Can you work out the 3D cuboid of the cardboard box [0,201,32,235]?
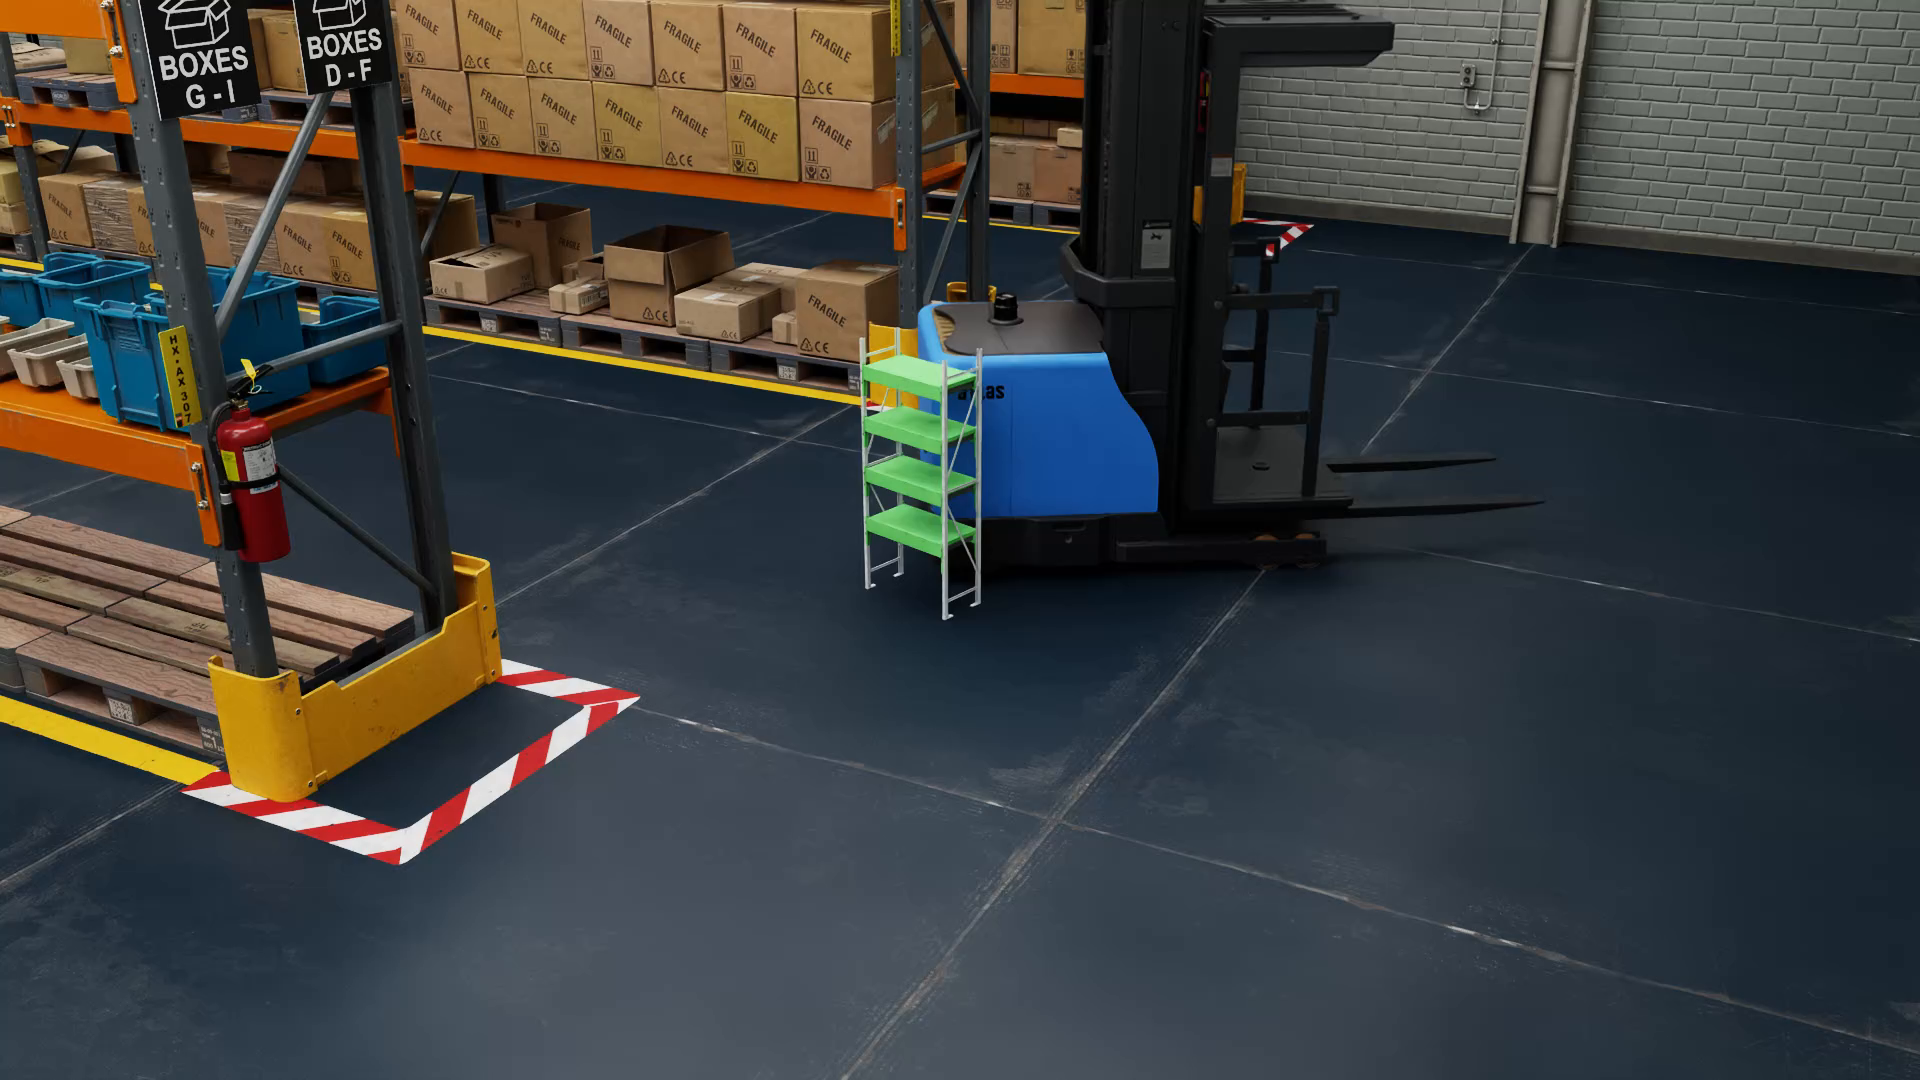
[{"bbox_3d":[-7.809,-2.732,13.818,0.500,0.250,0.500,12,26,26],"label":"cardboard box"}]

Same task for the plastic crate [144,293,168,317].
[{"bbox_3d":[-2.987,-0.880,6.624,0.300,0.233,0.416,11,25,25],"label":"plastic crate"}]

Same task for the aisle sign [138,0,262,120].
[{"bbox_3d":[-2.396,-1.736,5.177,0.004,0.787,0.394,11,25,25],"label":"aisle sign"}]

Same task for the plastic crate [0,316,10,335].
[{"bbox_3d":[-3.922,-0.784,6.522,0.250,0.136,0.298,11,25,25],"label":"plastic crate"}]

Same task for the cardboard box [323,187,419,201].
[{"bbox_3d":[-4.462,-2.403,12.700,0.500,0.500,0.500,12,26,25],"label":"cardboard box"}]

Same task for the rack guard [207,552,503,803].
[{"bbox_3d":[-2.301,0.495,6.446,0.348,0.500,1.175,11,25,25],"label":"rack guard"}]

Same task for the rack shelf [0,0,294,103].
[{"bbox_3d":[-4.113,-2.057,6.341,4.000,0.370,1.077,11,25,25],"label":"rack shelf"}]

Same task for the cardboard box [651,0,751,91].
[{"bbox_3d":[-1.527,-3.051,10.187,0.500,0.500,0.500,12,26,26],"label":"cardboard box"}]

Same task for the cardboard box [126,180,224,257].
[{"bbox_3d":[-6.037,-2.488,12.899,0.500,0.500,0.500,11,25,24],"label":"cardboard box"}]

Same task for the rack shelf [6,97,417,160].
[{"bbox_3d":[-5.444,-3.112,12.655,4.000,0.370,1.077,11,25,25],"label":"rack shelf"}]

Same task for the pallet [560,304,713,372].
[{"bbox_3d":[-1.954,-1.470,11.438,1.213,0.211,1.003,11,25,25],"label":"pallet"}]

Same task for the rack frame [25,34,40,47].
[{"bbox_3d":[-12.137,-6.940,20.736,0.127,3.000,1.000,11,25,25],"label":"rack frame"}]

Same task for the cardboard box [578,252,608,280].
[{"bbox_3d":[-2.354,-1.921,11.809,0.500,0.311,0.500,11,25,25],"label":"cardboard box"}]

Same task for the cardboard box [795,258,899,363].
[{"bbox_3d":[-0.686,-1.446,10.449,0.500,0.500,0.500,11,25,25],"label":"cardboard box"}]

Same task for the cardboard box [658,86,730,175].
[{"bbox_3d":[-1.519,-2.594,10.390,0.500,0.500,0.500,11,26,25],"label":"cardboard box"}]

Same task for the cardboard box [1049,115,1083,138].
[{"bbox_3d":[0.999,-3.726,15.007,0.250,0.149,0.380,11,26,25],"label":"cardboard box"}]

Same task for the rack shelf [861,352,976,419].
[{"bbox_3d":[-0.172,-0.678,7.249,0.480,0.148,0.258,20,30,38],"label":"rack shelf"}]

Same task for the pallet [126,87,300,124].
[{"bbox_3d":[-5.491,-3.366,12.578,1.213,0.211,1.003,11,25,25],"label":"pallet"}]

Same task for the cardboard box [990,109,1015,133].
[{"bbox_3d":[0.316,-3.861,15.324,0.250,0.149,0.380,11,25,24],"label":"cardboard box"}]

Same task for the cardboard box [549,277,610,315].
[{"bbox_3d":[-2.606,-1.690,11.449,0.250,0.166,0.380,11,25,25],"label":"cardboard box"}]

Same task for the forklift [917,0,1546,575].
[{"bbox_3d":[1.327,-1.409,7.818,3.031,2.935,1.130,-2,23,-5],"label":"forklift"}]

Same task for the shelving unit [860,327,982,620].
[{"bbox_3d":[-0.172,-0.296,7.412,0.503,1.200,0.258,20,30,38],"label":"shelving unit"}]

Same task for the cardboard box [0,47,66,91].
[{"bbox_3d":[-7.534,-3.835,13.549,0.500,0.311,0.500,13,26,28],"label":"cardboard box"}]

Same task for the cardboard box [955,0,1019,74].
[{"bbox_3d":[0.352,-4.602,14.854,0.700,0.700,0.980,10,25,22],"label":"cardboard box"}]

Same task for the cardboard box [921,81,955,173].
[{"bbox_3d":[-0.367,-2.600,10.404,0.500,0.500,0.500,12,26,26],"label":"cardboard box"}]

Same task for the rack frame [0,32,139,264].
[{"bbox_3d":[-7.229,-3.797,13.344,0.127,3.000,1.000,11,25,25],"label":"rack frame"}]

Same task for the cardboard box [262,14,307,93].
[{"bbox_3d":[-4.623,-3.591,12.196,0.500,0.500,0.700,16,28,33],"label":"cardboard box"}]

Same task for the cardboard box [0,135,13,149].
[{"bbox_3d":[-8.491,-3.358,14.574,0.500,0.311,0.500,10,25,23],"label":"cardboard box"}]

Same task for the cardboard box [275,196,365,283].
[{"bbox_3d":[-4.666,-2.220,12.268,0.500,0.500,0.500,11,26,25],"label":"cardboard box"}]

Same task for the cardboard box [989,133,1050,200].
[{"bbox_3d":[0.577,-3.423,15.124,0.500,0.500,0.700,10,25,23],"label":"cardboard box"}]

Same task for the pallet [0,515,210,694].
[{"bbox_3d":[-4.131,0.254,7.384,1.213,0.211,1.003,11,25,25],"label":"pallet"}]

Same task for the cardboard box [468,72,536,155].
[{"bbox_3d":[-2.869,-2.862,11.019,0.500,0.500,0.500,12,26,25],"label":"cardboard box"}]

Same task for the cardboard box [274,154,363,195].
[{"bbox_3d":[-4.873,-2.835,12.756,0.500,0.250,0.500,11,26,25],"label":"cardboard box"}]

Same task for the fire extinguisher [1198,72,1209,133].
[{"bbox_3d":[2.069,-3.720,13.739,0.183,0.674,0.296,11,25,25],"label":"fire extinguisher"}]

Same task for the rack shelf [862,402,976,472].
[{"bbox_3d":[-0.172,-0.458,7.343,0.480,0.148,0.258,20,30,38],"label":"rack shelf"}]

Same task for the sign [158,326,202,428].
[{"bbox_3d":[-2.562,-0.535,5.466,0.005,0.325,0.100,11,25,25],"label":"sign"}]

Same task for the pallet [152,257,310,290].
[{"bbox_3d":[-5.495,-2.152,13.041,1.213,0.211,1.003,11,25,25],"label":"pallet"}]

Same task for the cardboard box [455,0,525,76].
[{"bbox_3d":[-2.905,-3.324,10.828,0.500,0.500,0.500,10,25,23],"label":"cardboard box"}]

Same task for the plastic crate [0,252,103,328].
[{"bbox_3d":[-3.843,-1.049,7.022,0.300,0.233,0.416,11,25,25],"label":"plastic crate"}]

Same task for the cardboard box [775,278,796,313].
[{"bbox_3d":[-0.893,-1.604,11.141,0.500,0.250,0.500,11,25,25],"label":"cardboard box"}]

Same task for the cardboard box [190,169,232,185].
[{"bbox_3d":[-5.827,-2.674,13.337,0.500,0.500,0.500,10,25,23],"label":"cardboard box"}]

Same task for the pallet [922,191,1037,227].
[{"bbox_3d":[0.309,-3.161,15.414,1.213,0.211,1.003,11,25,25],"label":"pallet"}]

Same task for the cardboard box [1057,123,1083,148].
[{"bbox_3d":[1.047,-3.549,14.590,0.250,0.149,0.380,12,26,26],"label":"cardboard box"}]

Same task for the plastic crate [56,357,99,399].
[{"bbox_3d":[-3.137,-0.642,6.186,0.243,0.136,0.396,11,25,25],"label":"plastic crate"}]
